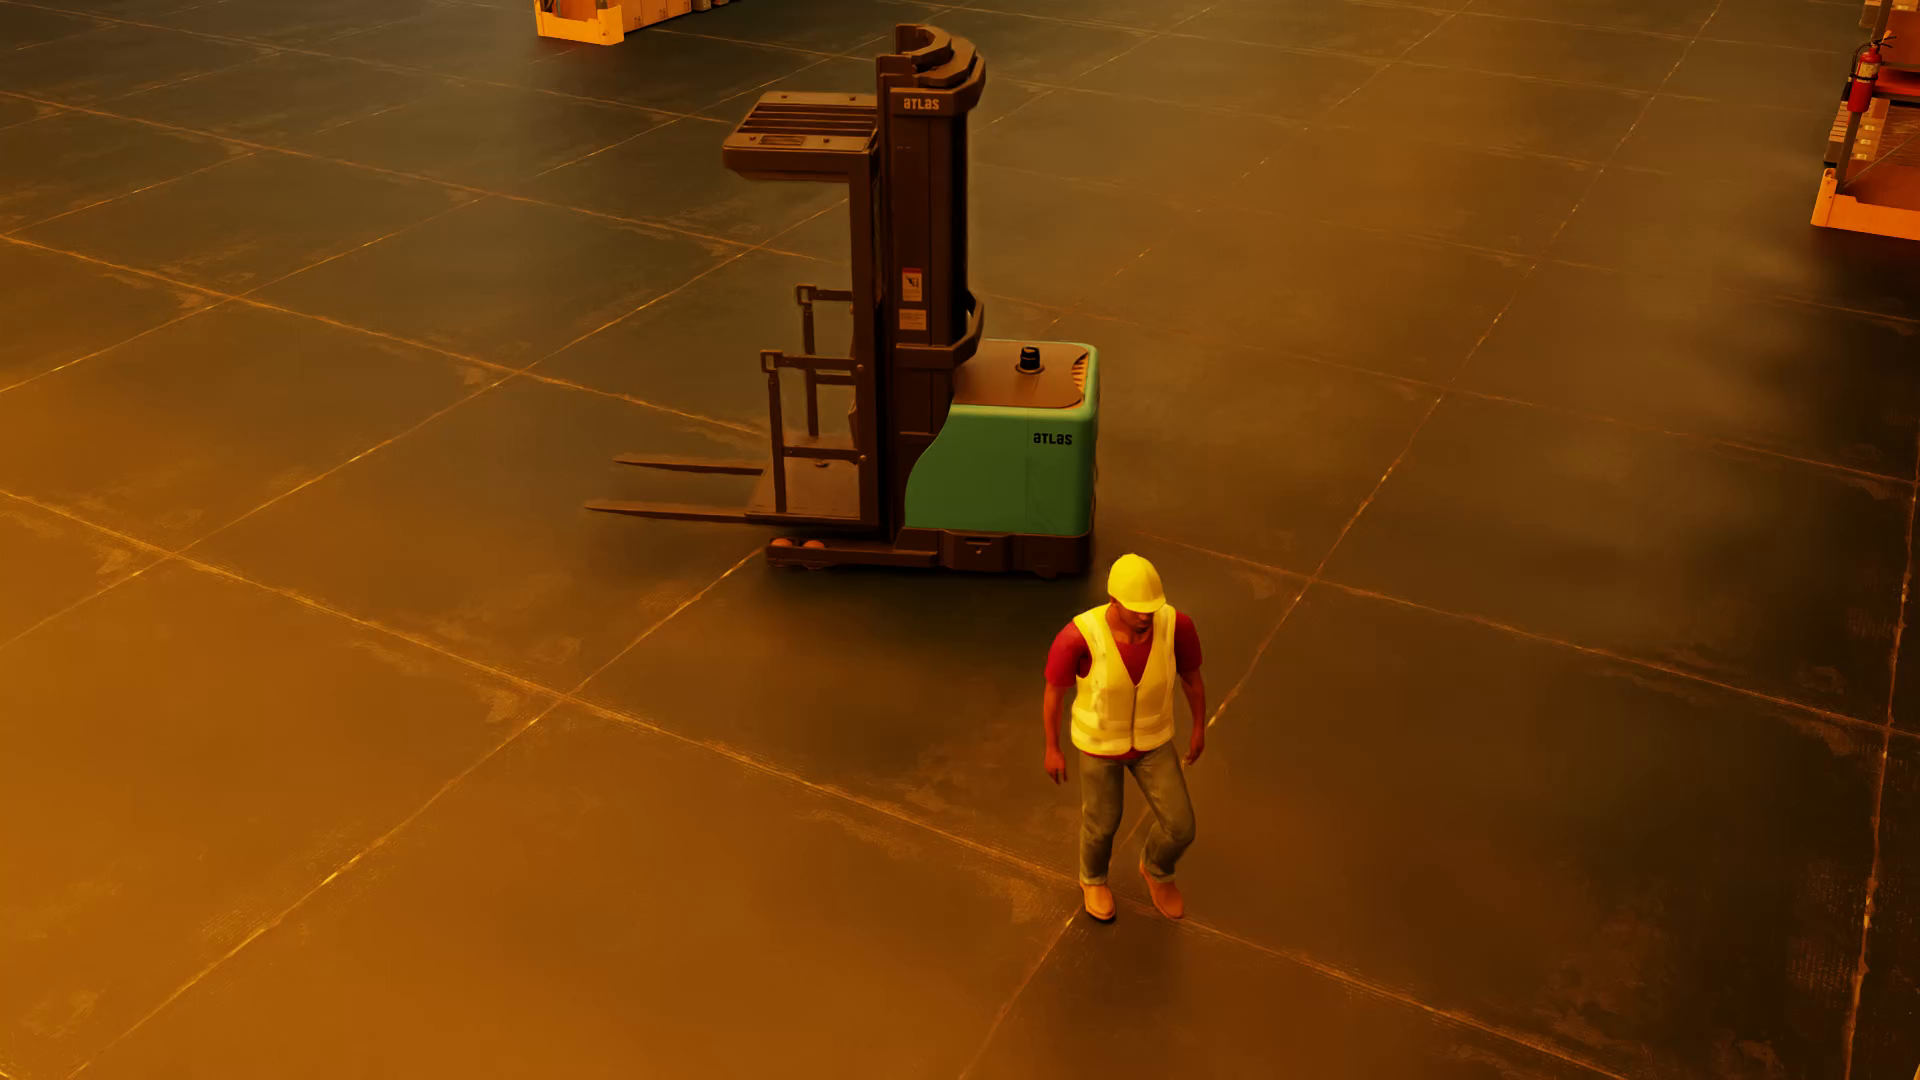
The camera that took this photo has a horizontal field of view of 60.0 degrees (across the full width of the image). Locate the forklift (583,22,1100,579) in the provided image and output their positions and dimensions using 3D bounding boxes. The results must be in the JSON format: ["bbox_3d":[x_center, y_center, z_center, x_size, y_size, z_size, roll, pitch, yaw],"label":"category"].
[{"bbox_3d":[-0.708,-1.355,9.419,3.031,2.935,1.130,3,30,6],"label":"forklift"}]

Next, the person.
[{"bbox_3d":[0.694,0.854,6.798,0.687,1.765,0.483,-6,31,-10],"label":"person"}]
